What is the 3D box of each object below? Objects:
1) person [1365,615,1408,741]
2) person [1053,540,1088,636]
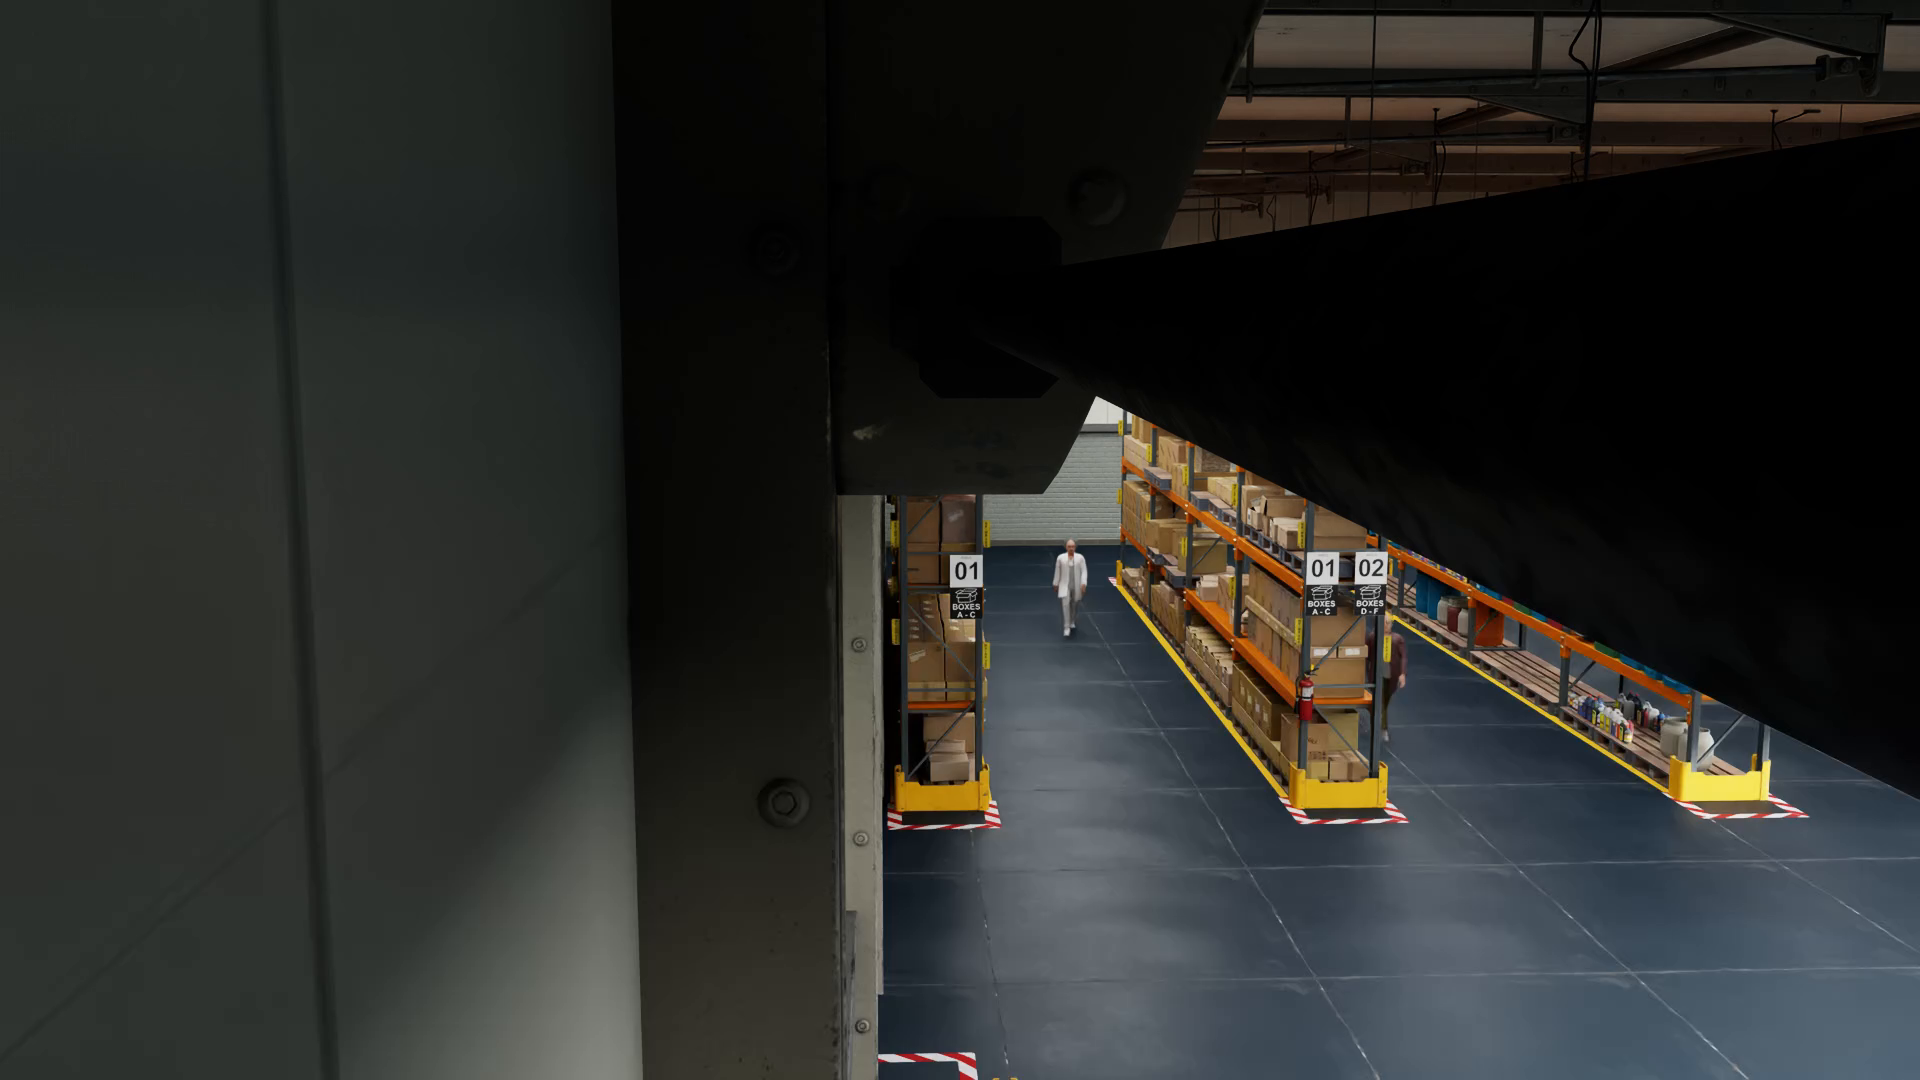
[{"bbox_3d":[6.119,1.940,23.891,0.593,1.717,1.103,0,8,-2],"label":"person"},{"bbox_3d":[2.087,0.870,31.113,0.609,1.717,1.114,-1,8,-7],"label":"person"}]
